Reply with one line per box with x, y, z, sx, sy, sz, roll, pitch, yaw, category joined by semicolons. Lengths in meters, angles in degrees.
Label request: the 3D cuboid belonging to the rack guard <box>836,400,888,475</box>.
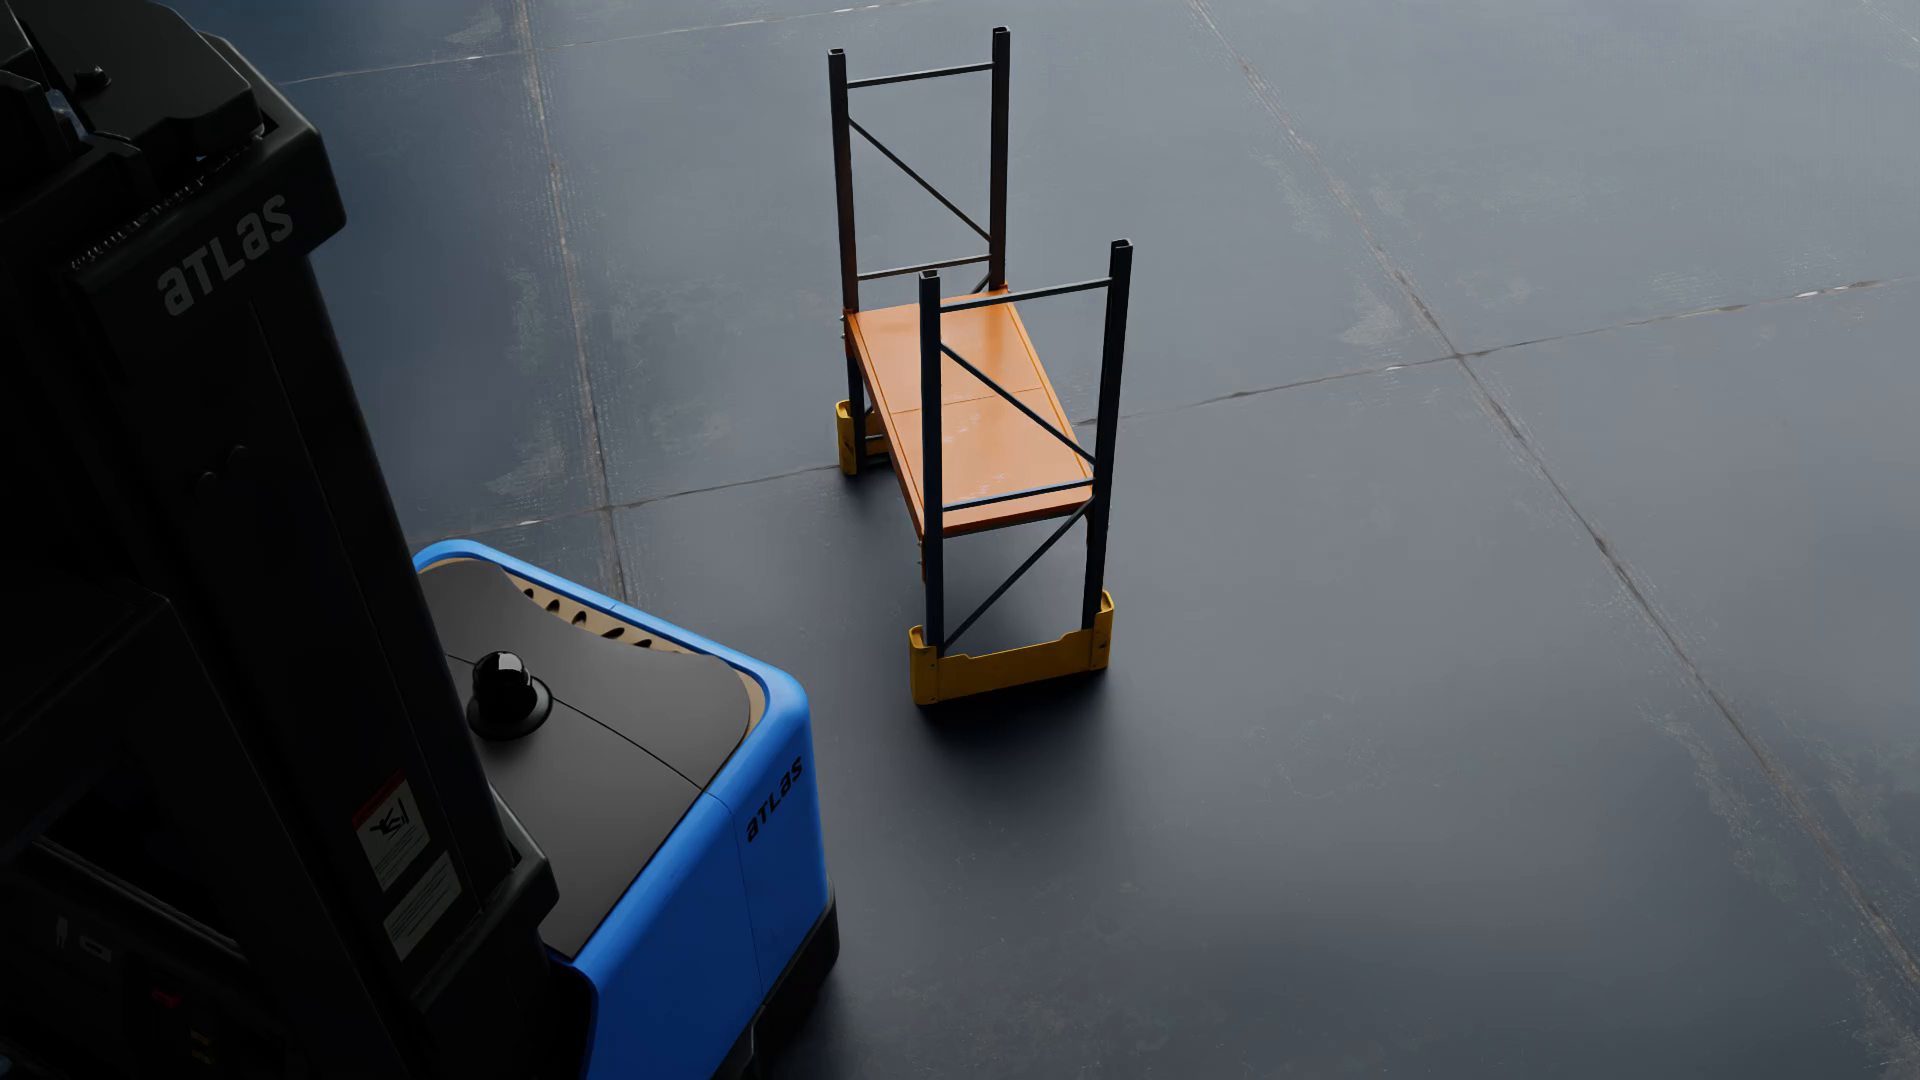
-0.108;-0.379;5.446;0.587;0.250;0.087;-11;47;-10;rack guard

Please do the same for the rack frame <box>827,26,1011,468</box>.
-0.108;-0.817;5.001;0.500;1.500;0.032;-11;47;-10;rack frame

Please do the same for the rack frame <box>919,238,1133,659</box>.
0.152;-0.115;4.313;0.500;1.500;0.032;-11;47;-10;rack frame

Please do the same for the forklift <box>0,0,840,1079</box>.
-1.433;0.793;2.420;1.130;2.935;3.031;21;49;19;forklift

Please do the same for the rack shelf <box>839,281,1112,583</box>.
0.022;-0.340;4.785;0.538;0.185;1.000;-11;47;-10;rack shelf

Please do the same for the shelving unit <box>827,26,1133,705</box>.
0.020;-0.472;4.663;0.587;1.500;1.083;-11;47;-10;shelving unit

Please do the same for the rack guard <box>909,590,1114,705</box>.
0.147;0.309;4.772;0.587;0.250;0.087;-11;47;-10;rack guard
